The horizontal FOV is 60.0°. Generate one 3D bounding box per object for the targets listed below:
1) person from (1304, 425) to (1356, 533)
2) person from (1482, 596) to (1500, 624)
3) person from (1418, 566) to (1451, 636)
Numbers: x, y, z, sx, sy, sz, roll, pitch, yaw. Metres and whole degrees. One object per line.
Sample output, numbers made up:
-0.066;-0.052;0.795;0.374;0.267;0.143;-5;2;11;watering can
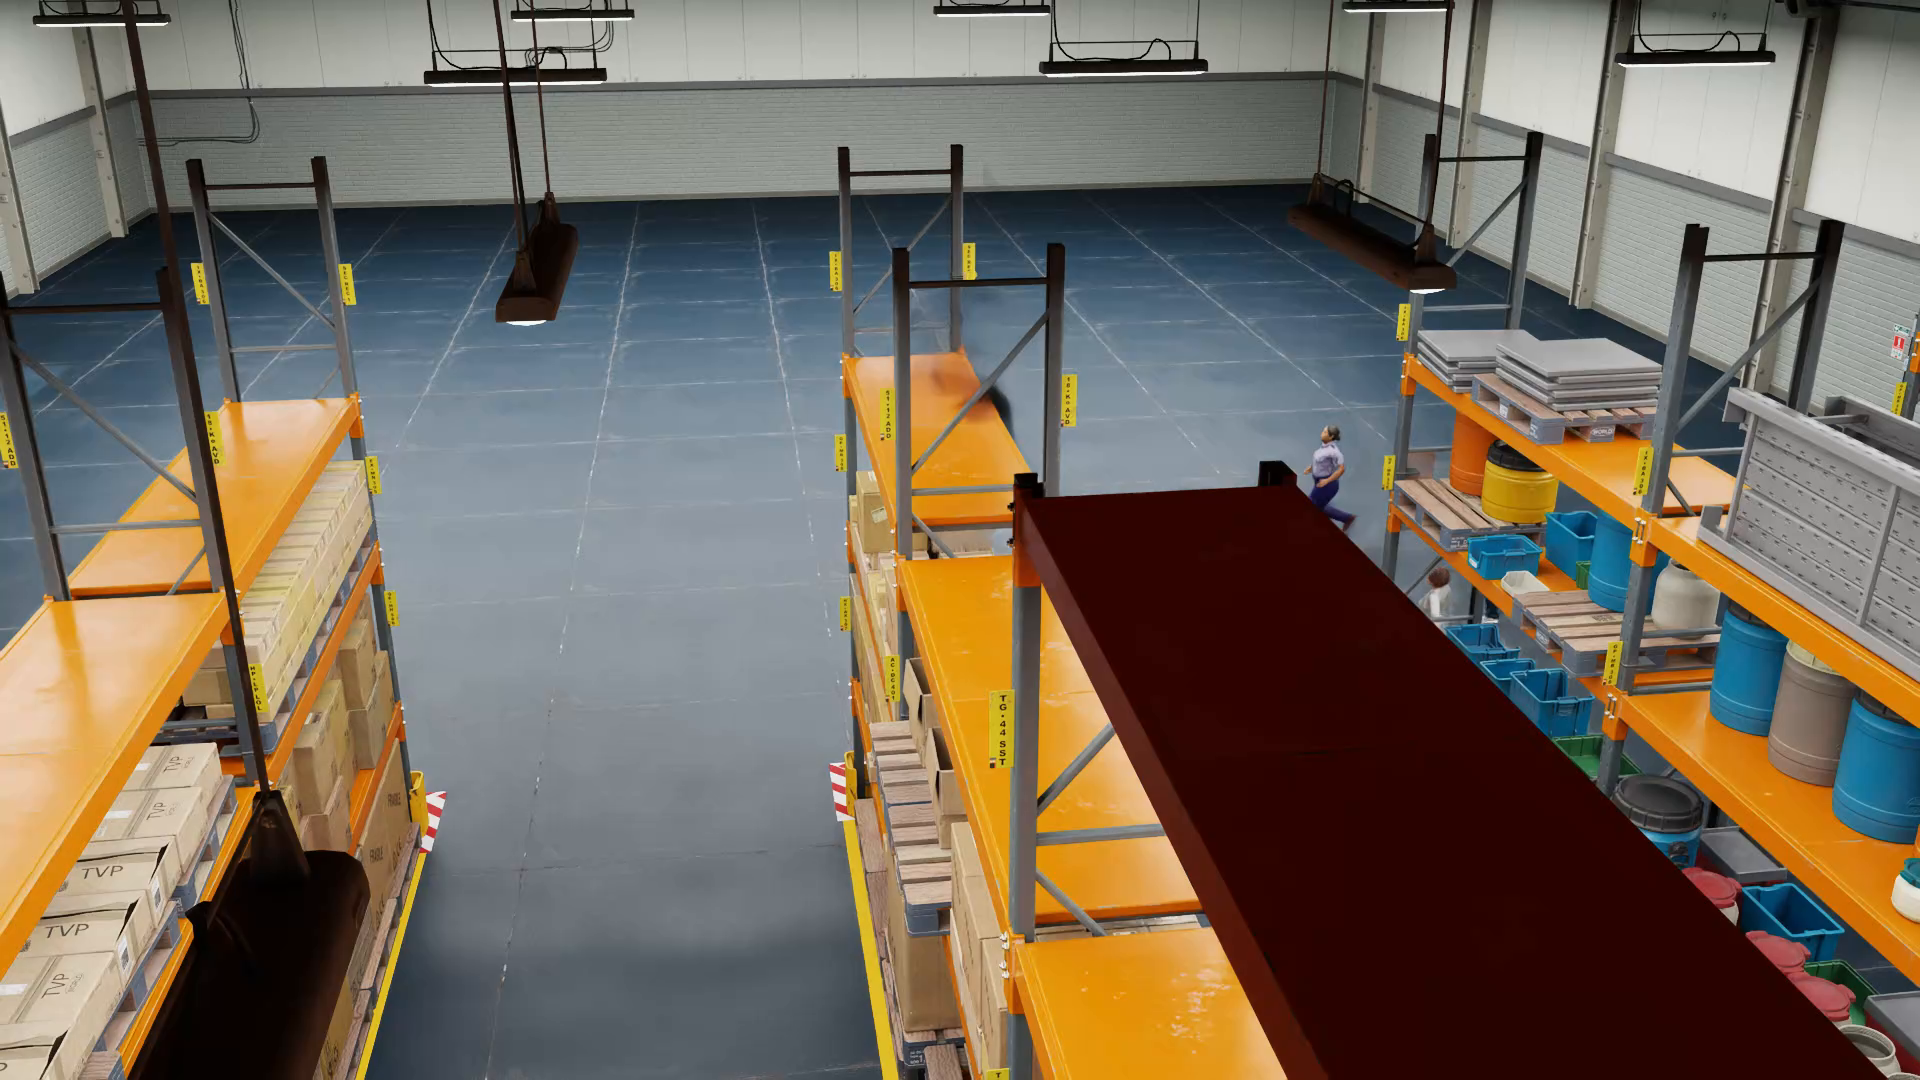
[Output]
4.714;-0.690;21.226;0.765;1.628;0.612;3;22;7;person
6.152;0.262;18.891;0.606;1.576;0.556;10;24;23;person
4.807;0.967;17.103;0.491;1.556;0.618;16;27;35;person
